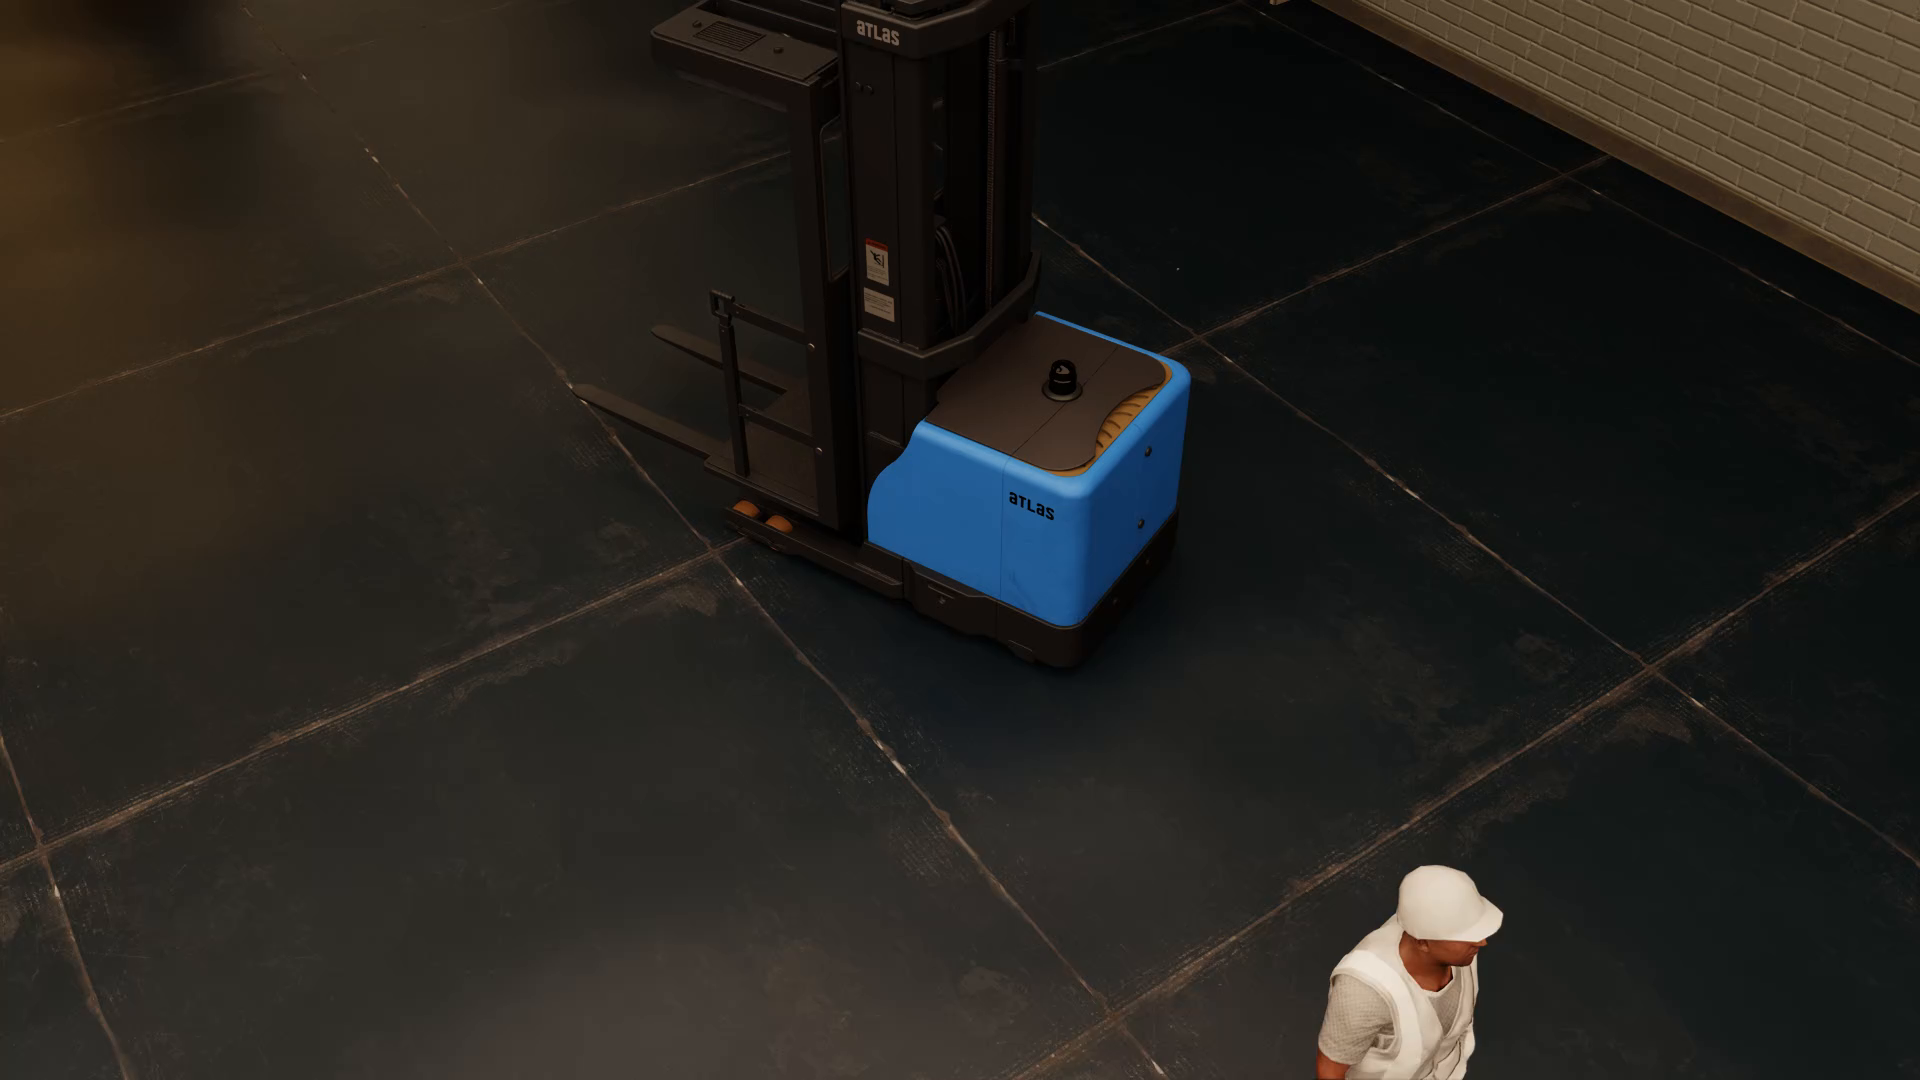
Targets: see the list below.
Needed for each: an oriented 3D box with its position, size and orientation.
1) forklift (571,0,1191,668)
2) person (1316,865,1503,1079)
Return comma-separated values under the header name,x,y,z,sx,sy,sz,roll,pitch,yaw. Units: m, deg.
name,x,y,z,sx,sy,sz,roll,pitch,yaw
forklift,-0.511,-1.302,7.129,3.031,2.935,1.130,24,48,24
person,1.311,1.615,4.799,0.657,1.782,0.577,-32,52,-30
